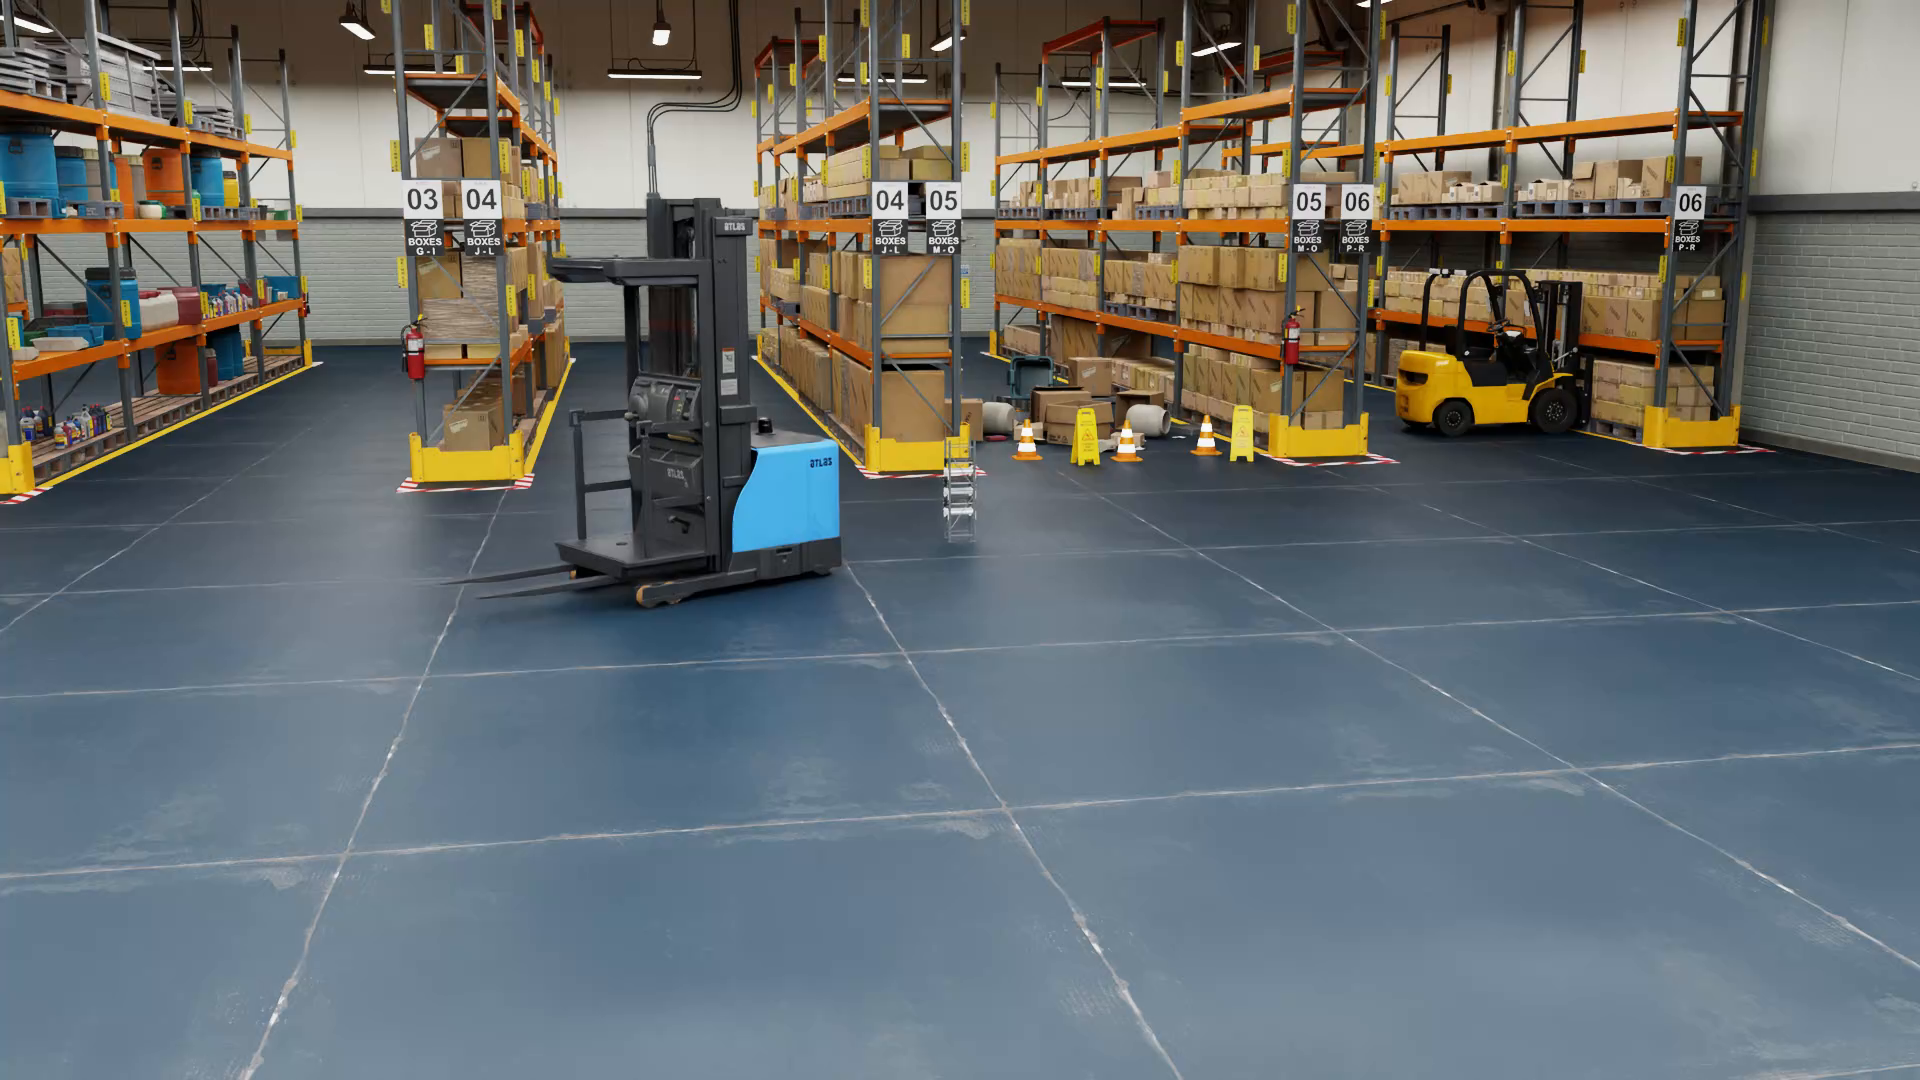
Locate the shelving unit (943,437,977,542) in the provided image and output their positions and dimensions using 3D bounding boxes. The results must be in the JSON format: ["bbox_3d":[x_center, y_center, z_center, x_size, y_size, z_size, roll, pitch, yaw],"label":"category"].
[{"bbox_3d":[-0.002,-0.444,14.620,0.258,0.900,0.210,-2,11,-11],"label":"shelving unit"}]

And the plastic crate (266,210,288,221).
[{"bbox_3d":[-12.873,-6.090,31.214,0.450,0.188,0.336,-2,11,-11],"label":"plastic crate"}]

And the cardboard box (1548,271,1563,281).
[{"bbox_3d":[8.432,-3.668,23.146,0.380,0.149,0.250,-2,11,-12],"label":"cardboard box"}]

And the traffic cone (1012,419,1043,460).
[{"bbox_3d":[0.800,-1.201,19.770,0.336,0.463,0.334,-2,11,-11],"label":"traffic cone"}]

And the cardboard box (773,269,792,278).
[{"bbox_3d":[-3.091,-4.687,29.259,0.380,0.149,0.250,-2,11,-11],"label":"cardboard box"}]

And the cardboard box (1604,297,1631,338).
[{"bbox_3d":[8.769,-2.903,21.661,0.500,0.500,0.500,-2,11,-9],"label":"cardboard box"}]

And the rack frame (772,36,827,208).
[{"bbox_3d":[-2.824,-7.446,29.752,1.000,3.000,0.127,-2,11,-11],"label":"rack frame"}]

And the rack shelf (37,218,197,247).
[{"bbox_3d":[-11.400,-4.177,22.522,1.077,0.370,4.000,-2,11,-11],"label":"rack shelf"}]

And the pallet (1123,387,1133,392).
[{"bbox_3d":[3.175,-2.228,25.836,1.003,0.211,1.213,-2,11,-11],"label":"pallet"}]

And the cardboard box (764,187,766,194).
[{"bbox_3d":[-3.590,-6.767,32.202,0.380,0.149,0.250,-2,11,-9],"label":"cardboard box"}]

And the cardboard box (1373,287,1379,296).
[{"bbox_3d":[7.154,-4.335,28.998,0.380,0.149,0.250,-2,11,-10],"label":"cardboard box"}]

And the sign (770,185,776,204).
[{"bbox_3d":[-3.354,-6.206,29.873,0.100,0.325,0.005,-2,11,-11],"label":"sign"}]

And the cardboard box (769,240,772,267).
[{"bbox_3d":[-3.286,-5.357,31.081,0.500,0.500,0.500,-2,11,-13],"label":"cardboard box"}]

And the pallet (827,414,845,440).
[{"bbox_3d":[-1.196,-1.520,22.117,1.003,0.211,1.213,-2,11,-11],"label":"pallet"}]

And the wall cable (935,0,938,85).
[{"bbox_3d":[-1.666,-12.302,39.218,2.355,3.000,0.029,-2,11,-11],"label":"wall cable"}]

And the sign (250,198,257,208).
[{"bbox_3d":[-12.027,-5.655,28.339,0.100,0.325,0.005,-2,11,-11],"label":"sign"}]

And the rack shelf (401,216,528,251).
[{"bbox_3d":[-5.764,-3.624,19.614,1.077,0.370,4.000,-2,11,-11],"label":"rack shelf"}]

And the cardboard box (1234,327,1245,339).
[{"bbox_3d":[3.746,-2.666,21.355,0.380,0.149,0.250,-2,11,-12],"label":"cardboard box"}]

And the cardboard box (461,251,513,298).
[{"bbox_3d":[-5.214,-2.934,18.351,0.500,0.500,0.500,-2,11,-11],"label":"cardboard box"}]

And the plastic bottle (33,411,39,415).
[{"bbox_3d":[-11.289,-1.436,20.324,0.152,0.276,0.135,-2,11,-9],"label":"plastic bottle"}]

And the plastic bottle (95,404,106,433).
[{"bbox_3d":[-10.603,-1.497,20.449,0.144,0.351,0.185,-2,11,-13],"label":"plastic bottle"}]

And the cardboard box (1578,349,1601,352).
[{"bbox_3d":[8.835,-2.583,23.801,0.500,0.250,0.500,-2,11,-12],"label":"cardboard box"}]

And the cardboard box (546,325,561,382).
[{"bbox_3d":[-7.210,-3.057,27.297,1.225,0.875,0.875,-2,11,-11],"label":"cardboard box"}]

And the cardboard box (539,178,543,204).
[{"bbox_3d":[-8.020,-6.356,30.386,0.700,0.500,0.500,-2,11,-8],"label":"cardboard box"}]

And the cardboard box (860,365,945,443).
[{"bbox_3d":[-0.686,-1.583,19.550,0.875,0.875,0.875,-2,11,-11],"label":"cardboard box"}]

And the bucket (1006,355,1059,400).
[{"bbox_3d":[1.020,-2.230,23.078,0.726,0.611,0.620,2,1,9],"label":"bucket"}]

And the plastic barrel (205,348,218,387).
[{"bbox_3d":[-12.120,-2.742,26.405,0.600,0.588,0.708,-2,11,-11],"label":"plastic barrel"}]

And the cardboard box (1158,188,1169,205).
[{"bbox_3d":[3.219,-5.032,24.365,0.500,0.250,0.500,-2,11,-10],"label":"cardboard box"}]

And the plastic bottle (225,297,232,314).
[{"bbox_3d":[-11.933,-3.809,27.019,0.152,0.276,0.135,-2,11,-11],"label":"plastic bottle"}]

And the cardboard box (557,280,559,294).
[{"bbox_3d":[-7.741,-4.692,30.930,0.500,0.250,0.500,-2,11,-10],"label":"cardboard box"}]

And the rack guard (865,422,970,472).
[{"bbox_3d":[-0.485,-1.066,18.960,1.175,0.500,0.348,-2,11,-11],"label":"rack guard"}]

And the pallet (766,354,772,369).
[{"bbox_3d":[-3.230,-3.476,32.392,1.003,0.211,1.213,-2,11,-11],"label":"pallet"}]

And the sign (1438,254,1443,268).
[{"bbox_3d":[8.202,-4.735,28.455,0.100,0.325,0.005,-2,11,-11],"label":"sign"}]

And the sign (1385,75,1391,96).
[{"bbox_3d":[7.128,-7.569,27.685,0.100,0.325,0.005,-2,11,-11],"label":"sign"}]

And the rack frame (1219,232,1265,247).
[{"bbox_3d":[6.102,-5.613,36.163,1.000,3.000,0.127,-2,11,-11],"label":"rack frame"}]

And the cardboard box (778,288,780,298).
[{"bbox_3d":[-2.893,-4.208,28.329,0.380,0.149,0.250,-3,11,-14],"label":"cardboard box"}]

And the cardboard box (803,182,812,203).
[{"bbox_3d":[-2.121,-5.310,25.398,0.500,0.311,0.500,-2,11,-11],"label":"cardboard box"}]

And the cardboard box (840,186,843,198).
[{"bbox_3d":[-1.281,-4.325,20.656,0.380,0.149,0.250,-2,11,-11],"label":"cardboard box"}]

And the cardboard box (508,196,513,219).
[{"bbox_3d":[-5.414,-3.820,19.121,0.500,0.250,0.500,-2,11,-11],"label":"cardboard box"}]

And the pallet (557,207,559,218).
[{"bbox_3d":[-8.332,-6.365,32.332,1.003,0.211,1.213,-2,11,-11],"label":"pallet"}]

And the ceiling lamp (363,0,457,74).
[{"bbox_3d":[-11.396,-11.289,34.332,2.000,3.185,0.800,-2,11,-11],"label":"ceiling lamp"}]

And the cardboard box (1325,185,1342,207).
[{"bbox_3d":[4.510,-4.145,20.034,0.500,0.250,0.500,-2,11,-12],"label":"cardboard box"}]

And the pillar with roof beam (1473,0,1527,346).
[{"bbox_3d":[4.573,-6.730,25.986,9.100,9.000,0.548,-2,11,-11],"label":"pillar with roof beam"}]

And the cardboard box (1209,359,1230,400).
[{"bbox_3d":[3.633,-2.144,22.161,0.500,0.500,0.500,-2,11,-8],"label":"cardboard box"}]

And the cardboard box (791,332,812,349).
[{"bbox_3d":[-2.545,-3.321,27.677,0.500,0.250,0.500,-2,11,-10],"label":"cardboard box"}]

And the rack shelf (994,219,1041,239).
[{"bbox_3d":[1.623,-6.185,33.070,1.077,0.370,4.000,-2,11,-11],"label":"rack shelf"}]

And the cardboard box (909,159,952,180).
[{"bbox_3d":[-0.332,-4.198,18.921,0.500,0.250,0.500,-2,11,-11],"label":"cardboard box"}]

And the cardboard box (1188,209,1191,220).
[{"bbox_3d":[3.386,-4.514,23.040,0.380,0.149,0.250,-2,11,-12],"label":"cardboard box"}]

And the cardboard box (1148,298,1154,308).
[{"bbox_3d":[3.025,-3.539,24.819,0.380,0.149,0.250,-2,11,-11],"label":"cardboard box"}]

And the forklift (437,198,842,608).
[{"bbox_3d":[-2.386,-1.056,12.406,3.031,2.935,1.130,-9,14,-40],"label":"forklift"}]
